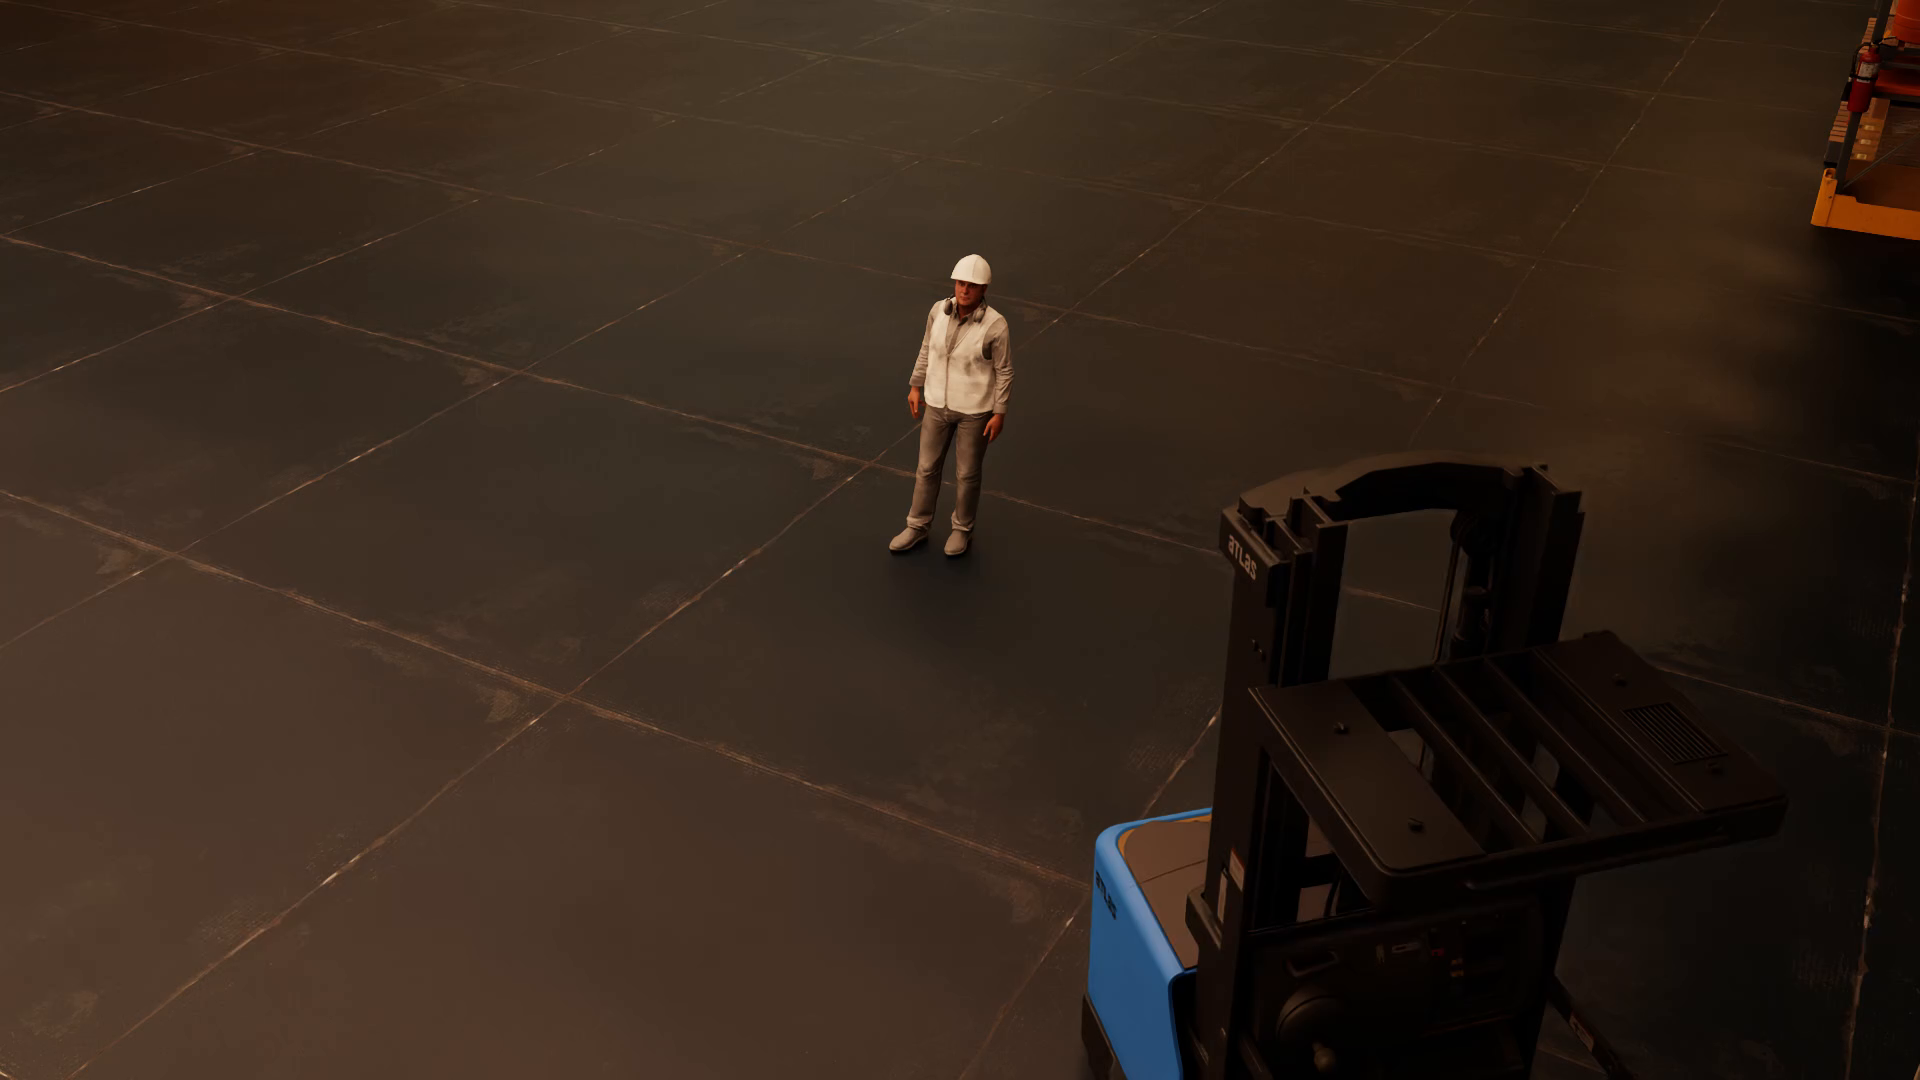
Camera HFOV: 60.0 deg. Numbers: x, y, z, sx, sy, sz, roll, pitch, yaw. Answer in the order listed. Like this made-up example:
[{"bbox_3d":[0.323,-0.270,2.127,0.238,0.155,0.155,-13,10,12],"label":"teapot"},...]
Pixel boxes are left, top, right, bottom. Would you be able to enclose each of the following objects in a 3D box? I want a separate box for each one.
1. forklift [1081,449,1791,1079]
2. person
[{"bbox_3d":[1.355,1.352,4.729,1.130,2.935,3.031,-8,31,-13],"label":"forklift"},{"bbox_3d":[-0.037,-0.749,9.511,0.633,1.775,0.566,15,33,25],"label":"person"}]
